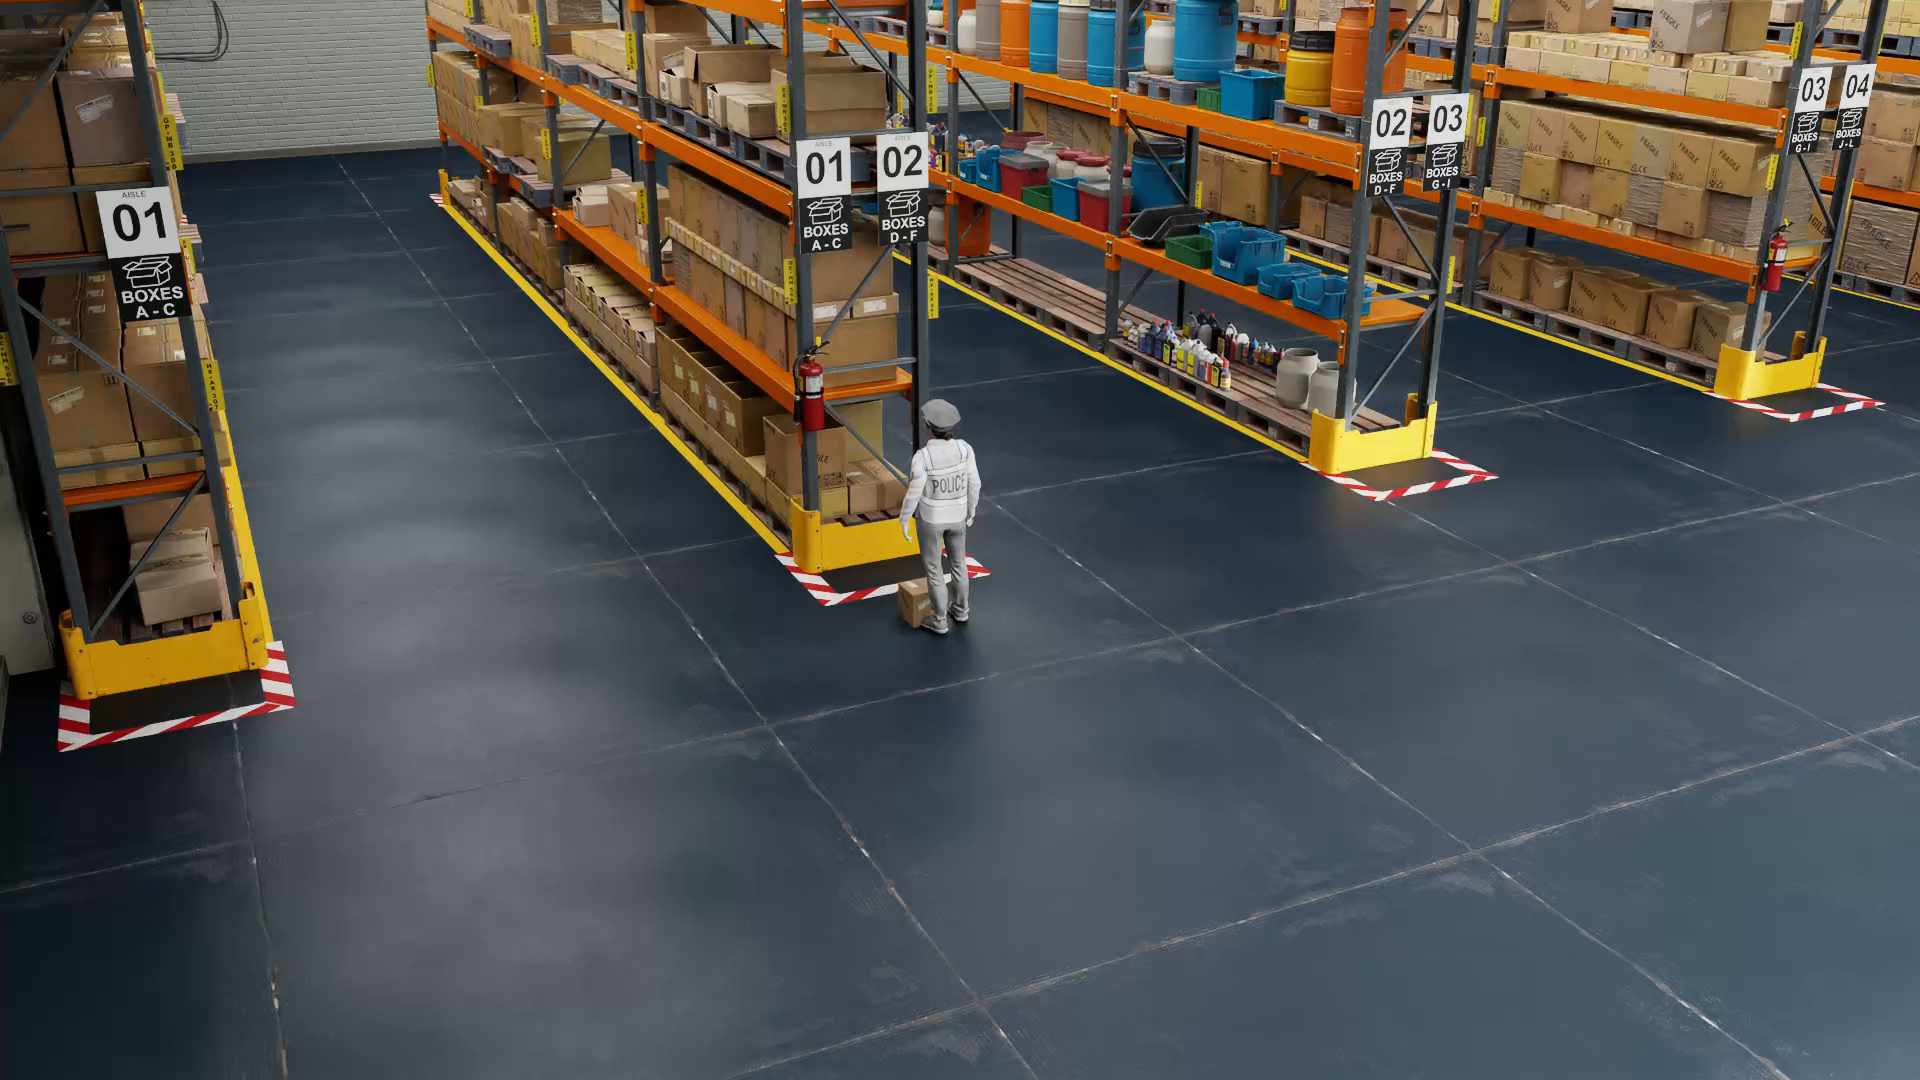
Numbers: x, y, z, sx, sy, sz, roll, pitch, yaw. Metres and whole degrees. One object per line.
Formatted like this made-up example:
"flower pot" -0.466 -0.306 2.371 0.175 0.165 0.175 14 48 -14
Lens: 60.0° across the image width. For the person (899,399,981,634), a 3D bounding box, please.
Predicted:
"person" -0.158 -0.171 11.346 0.588 1.696 0.531 -10 24 -24
